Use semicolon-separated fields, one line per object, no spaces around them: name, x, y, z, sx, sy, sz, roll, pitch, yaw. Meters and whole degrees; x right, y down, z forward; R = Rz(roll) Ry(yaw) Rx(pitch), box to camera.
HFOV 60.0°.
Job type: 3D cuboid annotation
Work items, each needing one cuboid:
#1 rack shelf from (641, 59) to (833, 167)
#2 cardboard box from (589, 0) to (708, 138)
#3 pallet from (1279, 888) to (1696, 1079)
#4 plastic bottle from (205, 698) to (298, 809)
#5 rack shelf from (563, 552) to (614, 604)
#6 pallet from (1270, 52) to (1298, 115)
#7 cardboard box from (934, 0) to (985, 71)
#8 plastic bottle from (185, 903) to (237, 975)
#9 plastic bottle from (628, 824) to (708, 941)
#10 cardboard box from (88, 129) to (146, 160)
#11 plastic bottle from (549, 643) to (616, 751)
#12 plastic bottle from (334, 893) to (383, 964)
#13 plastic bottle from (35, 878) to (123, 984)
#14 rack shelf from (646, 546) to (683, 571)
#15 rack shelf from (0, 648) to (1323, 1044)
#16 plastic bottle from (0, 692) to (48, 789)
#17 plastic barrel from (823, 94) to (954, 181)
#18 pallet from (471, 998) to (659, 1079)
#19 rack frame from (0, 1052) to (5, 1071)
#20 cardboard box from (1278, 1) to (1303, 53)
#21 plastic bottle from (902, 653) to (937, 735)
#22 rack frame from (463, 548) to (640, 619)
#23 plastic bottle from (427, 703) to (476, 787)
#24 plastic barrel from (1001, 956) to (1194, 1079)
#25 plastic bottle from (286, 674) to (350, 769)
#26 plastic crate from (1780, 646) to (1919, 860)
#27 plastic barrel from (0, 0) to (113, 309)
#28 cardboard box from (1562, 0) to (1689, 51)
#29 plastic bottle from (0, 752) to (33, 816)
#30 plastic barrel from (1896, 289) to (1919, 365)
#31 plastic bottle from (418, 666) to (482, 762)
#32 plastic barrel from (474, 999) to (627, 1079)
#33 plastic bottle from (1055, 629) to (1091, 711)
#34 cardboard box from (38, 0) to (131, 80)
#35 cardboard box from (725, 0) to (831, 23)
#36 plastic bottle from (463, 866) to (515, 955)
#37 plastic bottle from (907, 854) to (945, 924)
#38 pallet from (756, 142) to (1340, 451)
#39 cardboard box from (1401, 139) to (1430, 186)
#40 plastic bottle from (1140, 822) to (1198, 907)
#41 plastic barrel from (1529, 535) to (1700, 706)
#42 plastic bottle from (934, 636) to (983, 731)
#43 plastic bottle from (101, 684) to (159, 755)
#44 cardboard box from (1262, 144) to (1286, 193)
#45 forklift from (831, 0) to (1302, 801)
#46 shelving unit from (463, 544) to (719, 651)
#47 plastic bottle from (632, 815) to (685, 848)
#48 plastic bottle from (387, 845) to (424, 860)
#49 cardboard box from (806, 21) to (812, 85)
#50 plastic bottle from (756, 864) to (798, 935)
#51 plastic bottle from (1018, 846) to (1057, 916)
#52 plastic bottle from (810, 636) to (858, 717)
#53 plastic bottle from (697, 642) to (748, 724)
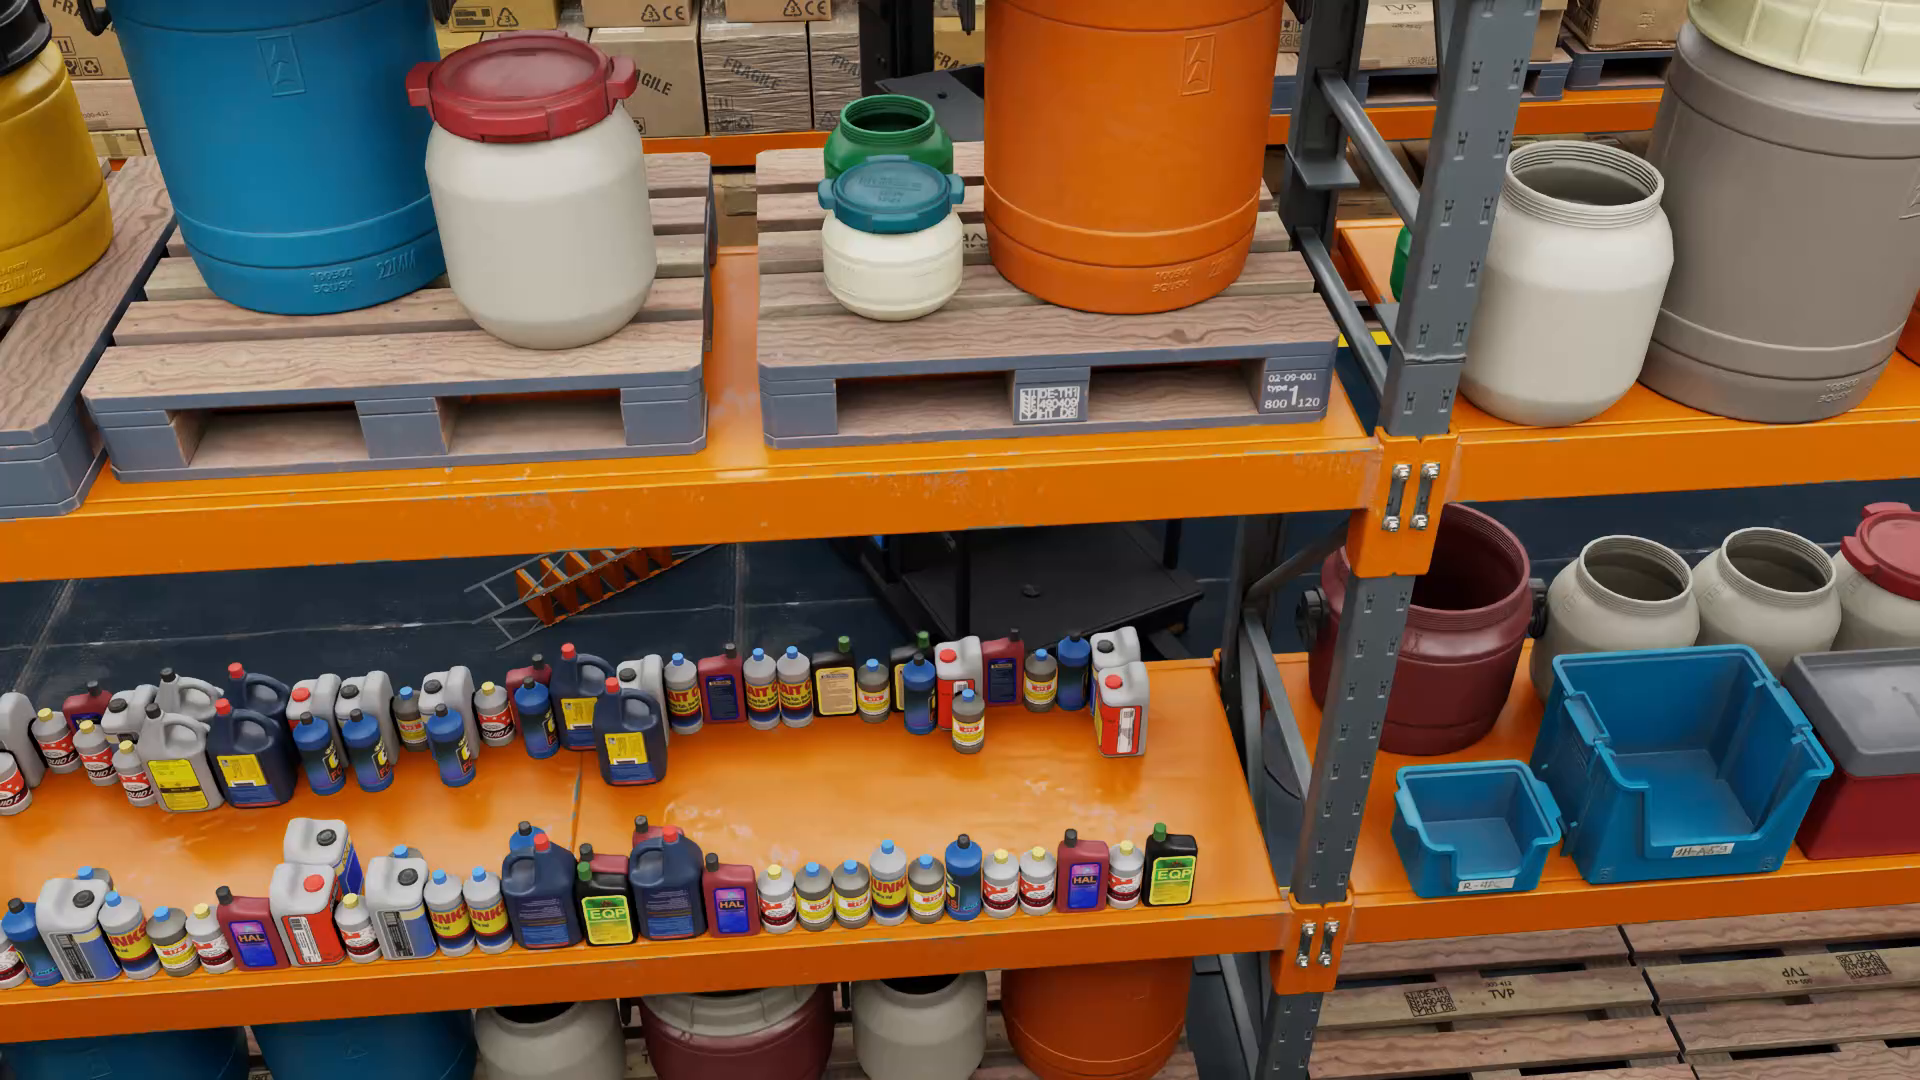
rack shelf;-1.516;-2.150;8.634;4.000;0.370;1.077;-3;38;-4
cardboard box;-1.515;-2.320;8.187;0.500;0.500;0.500;-2;38;-3
pallet;1.690;1.590;5.564;1.213;0.211;1.003;-3;38;-4
plastic bottle;-1.986;0.579;4.634;0.185;0.351;0.144;-3;38;-4
rack shelf;-1.664;0.136;7.420;0.103;0.180;0.258;-28;46;-30
pallet;1.176;-2.571;8.742;1.003;0.211;1.213;-3;38;-4
cardboard box;0.006;-2.401;8.291;0.500;0.500;0.500;-2;38;-3
plastic bottle;-1.898;1.001;4.220;0.097;0.201;0.097;0;38;0
plastic bottle;-0.751;0.865;4.272;0.185;0.351;0.144;-3;38;-4
cardboard box;-4.040;-1.991;8.054;0.250;0.149;0.380;-2;38;-3
plastic bottle;-1.086;0.440;4.810;0.185;0.351;0.144;-3;38;-4
plastic bottle;-1.535;0.981;4.246;0.097;0.201;0.097;0;38;0
plastic bottle;-2.210;0.972;4.197;0.135;0.276;0.152;-3;38;-4
rack shelf;-1.388;-0.009;7.600;0.103;0.180;0.258;-28;46;-30
rack shelf;-1.077;0.906;4.761;4.000;0.370;1.077;-3;38;-4
plastic bottle;-2.706;0.561;4.717;0.135;0.276;0.152;-3;38;-4
plastic barrel;-0.161;-0.851;3.772;0.294;0.245;0.294;0;38;0
pallet;-1.079;1.743;5.371;1.213;0.211;1.003;-3;38;-4
rack frame;-3.070;0.734;4.399;0.127;3.000;1.000;-3;38;-4
cardboard box;1.557;-2.893;8.575;0.500;0.500;0.700;2;38;3
plastic bottle;-0.118;0.441;4.873;0.097;0.271;0.097;0;38;0
rack frame;-1.606;0.034;7.401;1.200;0.006;0.240;-28;46;-30
plastic bottle;-1.445;0.571;4.708;0.097;0.271;0.097;0;38;0
plastic barrel;0.429;1.239;5.172;0.708;0.830;0.600;-3;38;-4
plastic bottle;-1.839;0.513;4.778;0.135;0.276;0.152;-3;38;-4
plastic crate;2.551;0.589;4.530;0.583;0.464;0.402;-3;38;-4
plastic barrel;-2.178;-0.858;3.503;0.600;0.588;0.600;0;38;0
cardboard box;3.656;-3.204;8.566;1.000;1.000;1.000;-3;38;-4
plastic bottle;-2.676;0.666;4.644;0.097;0.201;0.097;0;38;0
plastic barrel;2.403;-0.779;3.548;0.708;0.830;0.600;-3;38;-4
plastic bottle;-1.474;0.493;4.803;0.135;0.276;0.152;-3;38;-4
plastic barrel;-1.251;1.511;5.082;0.421;0.512;0.421;0;38;0
plastic bottle;0.337;0.378;4.953;0.097;0.271;0.097;0;38;0
cardboard box;-3.943;-2.484;7.753;0.500;0.500;0.500;-2;38;-3
cardboard box;-0.903;-2.911;8.127;0.637;0.503;0.797;-2;38;-3
plastic bottle;-1.207;0.935;4.247;0.097;0.271;0.097;0;38;0
plastic bottle;-0.088;0.901;4.347;0.097;0.201;0.097;0;38;0
pallet;0.144;-0.608;3.830;1.213;0.211;1.003;-3;38;-4
cardboard box;2.813;-1.887;9.383;0.500;0.500;0.700;-6;39;-8
plastic bottle;0.550;0.845;4.351;0.133;0.283;0.061;-3;38;-4
plastic barrel;1.920;0.282;4.881;0.421;0.512;0.421;0;38;0
plastic bottle;-0.006;0.412;4.906;0.135;0.276;0.152;-3;38;-4
plastic bottle;-2.342;0.541;4.743;0.135;0.276;0.152;-3;38;-4
cardboard box;1.668;-2.118;9.071;0.500;0.250;0.500;1;38;1
forklift;0.326;-0.762;6.350;1.130;2.935;3.031;-18;42;-21
shelving unit;-1.606;0.106;7.457;1.200;0.189;0.258;-28;46;-30
plastic bottle;-0.786;0.829;4.372;0.133;0.283;0.061;-3;38;-4
plastic bottle;-1.451;0.882;4.371;0.097;0.201;0.097;0;38;0
cardboard box;-0.546;-2.693;8.660;0.500;0.500;0.500;-4;38;-5
plastic bottle;-0.476;0.923;4.319;0.097;0.201;0.097;0;38;0
plastic bottle;0.203;0.885;4.367;0.097;0.201;0.097;0;38;0
plastic bottle;-0.373;0.401;4.914;0.133;0.283;0.061;-3;38;-4
plastic bottle;-0.700;0.419;4.891;0.133;0.283;0.061;-3;38;-4
